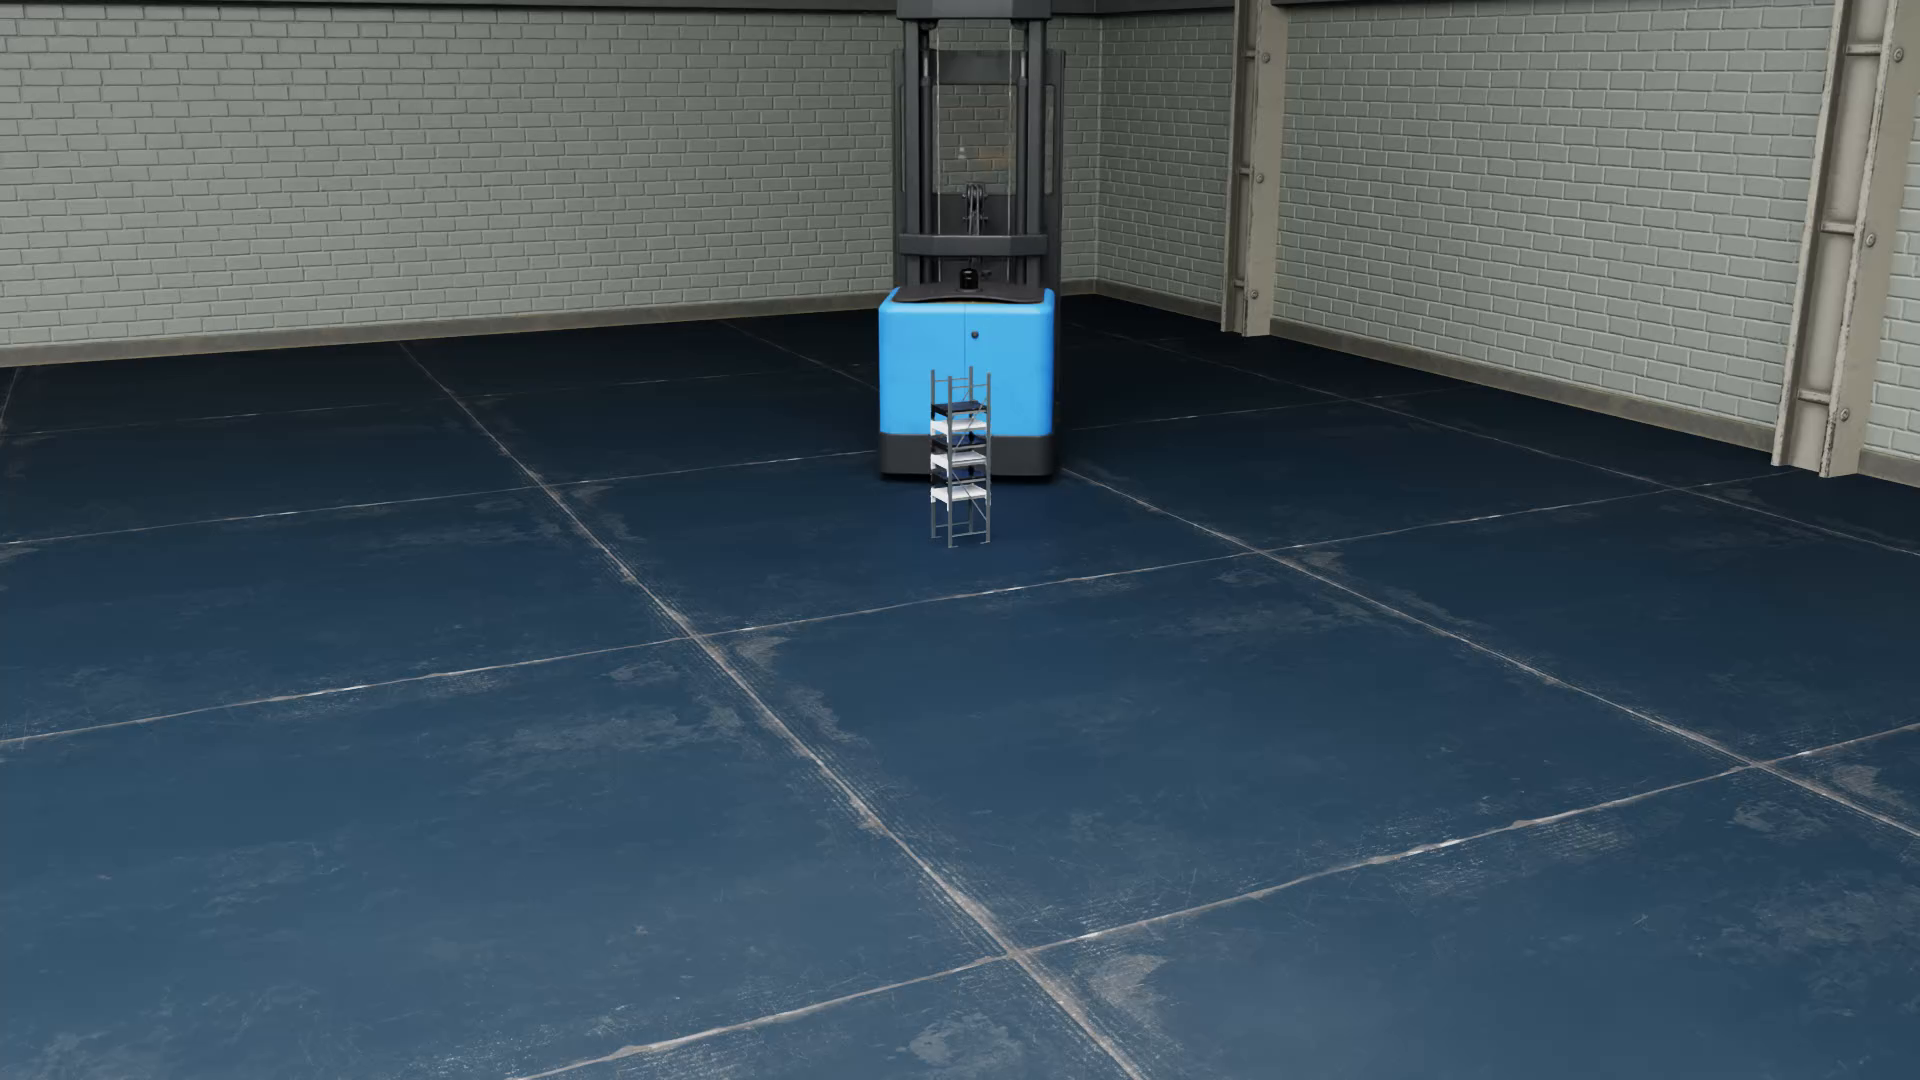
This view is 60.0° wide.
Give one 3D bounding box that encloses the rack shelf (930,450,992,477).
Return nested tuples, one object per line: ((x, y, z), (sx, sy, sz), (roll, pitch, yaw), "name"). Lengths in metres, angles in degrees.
((0.004, -0.398, 8.629), (0.258, 0.077, 0.200), (-8, 18, -25), "rack shelf")

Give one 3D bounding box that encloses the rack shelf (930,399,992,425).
((0.004, -0.658, 8.554), (0.258, 0.077, 0.200), (-8, 18, -25), "rack shelf")

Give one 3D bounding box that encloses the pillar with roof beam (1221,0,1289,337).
((-1.205, -5.737, 12.427), (9.100, 9.000, 0.400), (-8, 18, -25), "pillar with roof beam")

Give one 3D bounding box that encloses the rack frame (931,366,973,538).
((-0.041, -0.456, 8.707), (0.240, 0.900, 0.006), (-8, 18, -25), "rack frame")

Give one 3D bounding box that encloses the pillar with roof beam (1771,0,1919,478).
((1.423, -4.249, 7.243), (9.100, 9.000, 0.400), (-8, 18, -25), "pillar with roof beam")

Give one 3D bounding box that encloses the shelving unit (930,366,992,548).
((0.004, -0.431, 8.620), (0.258, 0.900, 0.210), (-8, 18, -25), "shelving unit")

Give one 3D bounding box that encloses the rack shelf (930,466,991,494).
((0.004, -0.312, 8.654), (0.258, 0.077, 0.200), (-8, 18, -25), "rack shelf")

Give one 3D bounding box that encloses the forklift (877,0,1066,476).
((0.127, -2.140, 10.896), (1.130, 2.935, 3.031), (1, 16, 4), "forklift")

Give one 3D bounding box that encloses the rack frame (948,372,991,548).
((0.048, -0.405, 8.532), (0.240, 0.900, 0.006), (-8, 18, -25), "rack frame")

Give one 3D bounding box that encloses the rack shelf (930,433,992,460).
((0.004, -0.485, 8.604), (0.258, 0.077, 0.200), (-8, 18, -25), "rack shelf")

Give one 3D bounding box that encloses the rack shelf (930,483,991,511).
((0.004, -0.225, 8.678), (0.258, 0.077, 0.200), (-8, 18, -25), "rack shelf")

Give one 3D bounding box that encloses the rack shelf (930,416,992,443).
((0.004, -0.572, 8.579), (0.258, 0.077, 0.200), (-8, 18, -25), "rack shelf")
